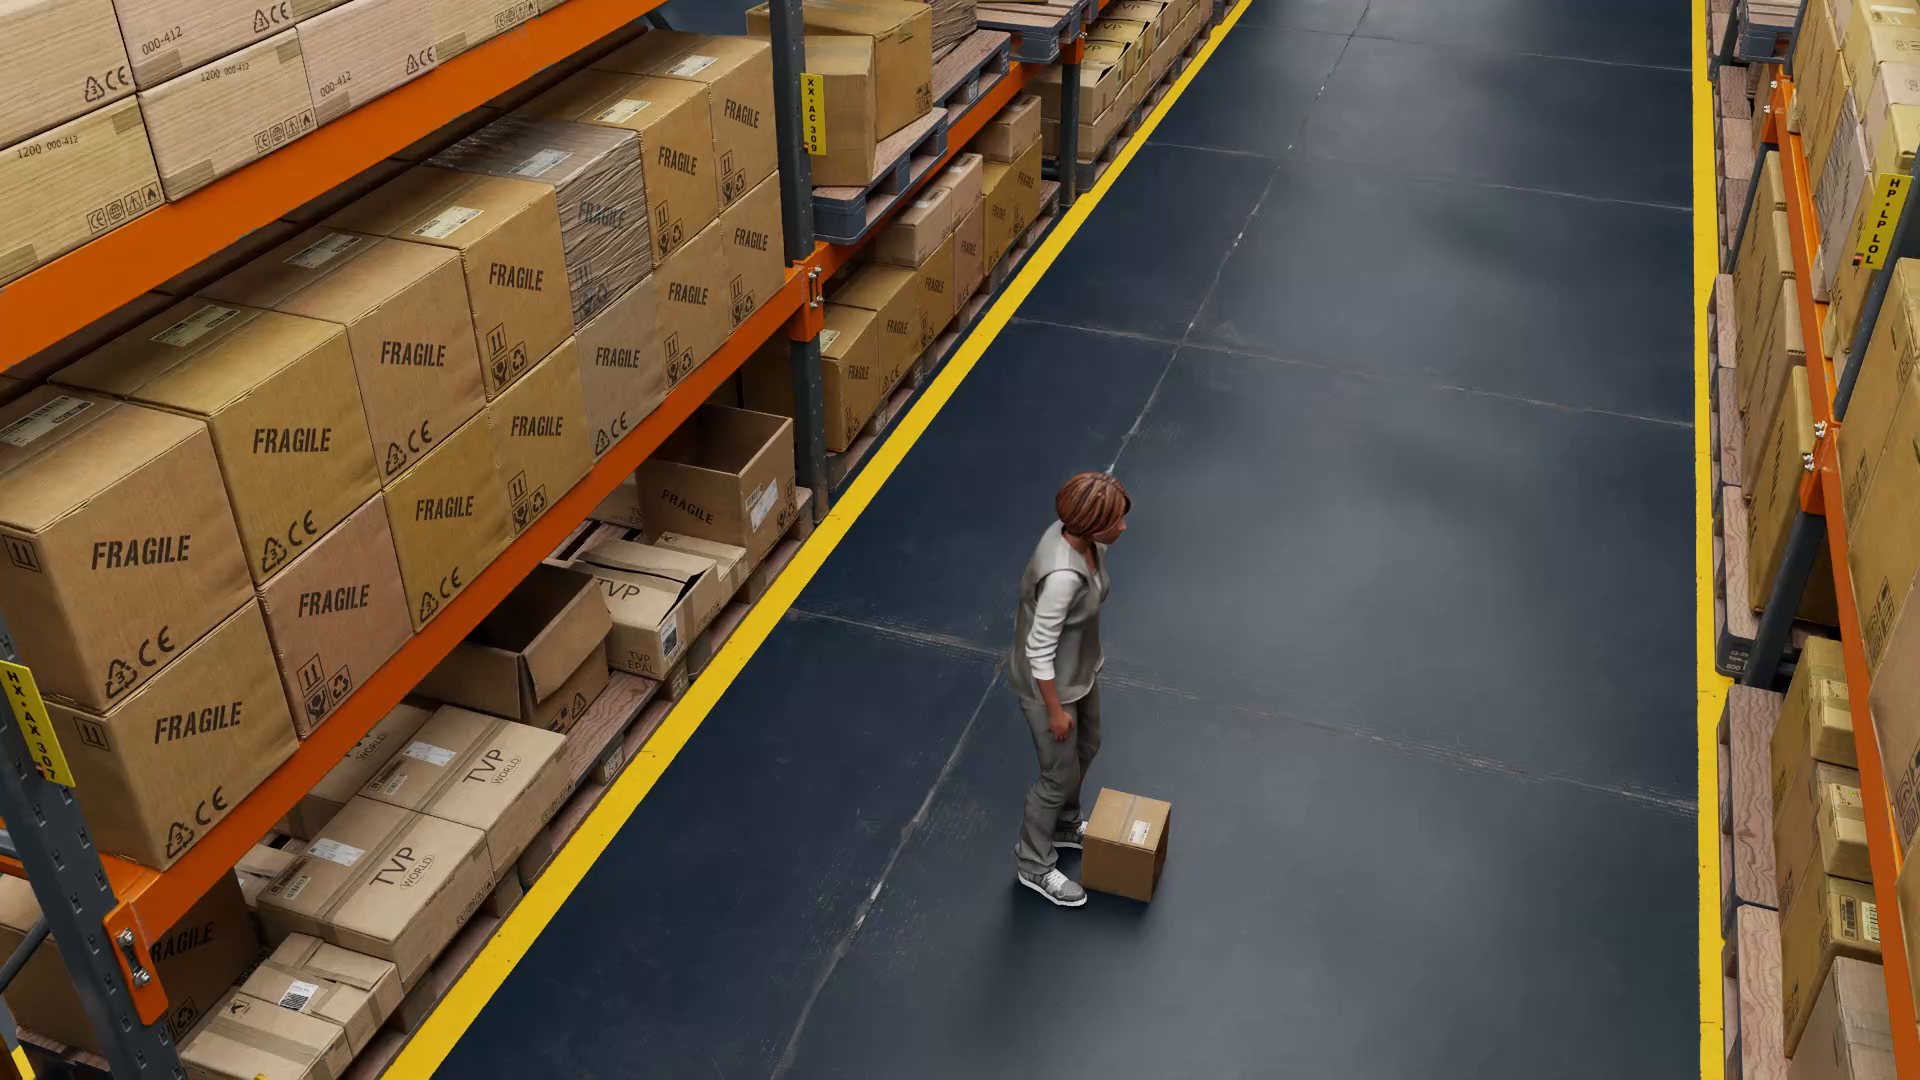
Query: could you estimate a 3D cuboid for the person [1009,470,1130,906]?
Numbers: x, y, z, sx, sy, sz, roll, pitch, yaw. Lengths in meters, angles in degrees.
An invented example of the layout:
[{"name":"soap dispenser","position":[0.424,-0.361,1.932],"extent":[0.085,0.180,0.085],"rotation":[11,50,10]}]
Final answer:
[{"name":"person","position":[0.362,0.469,5.457],"extent":[0.348,1.582,0.461],"rotation":[12,35,17]}]
